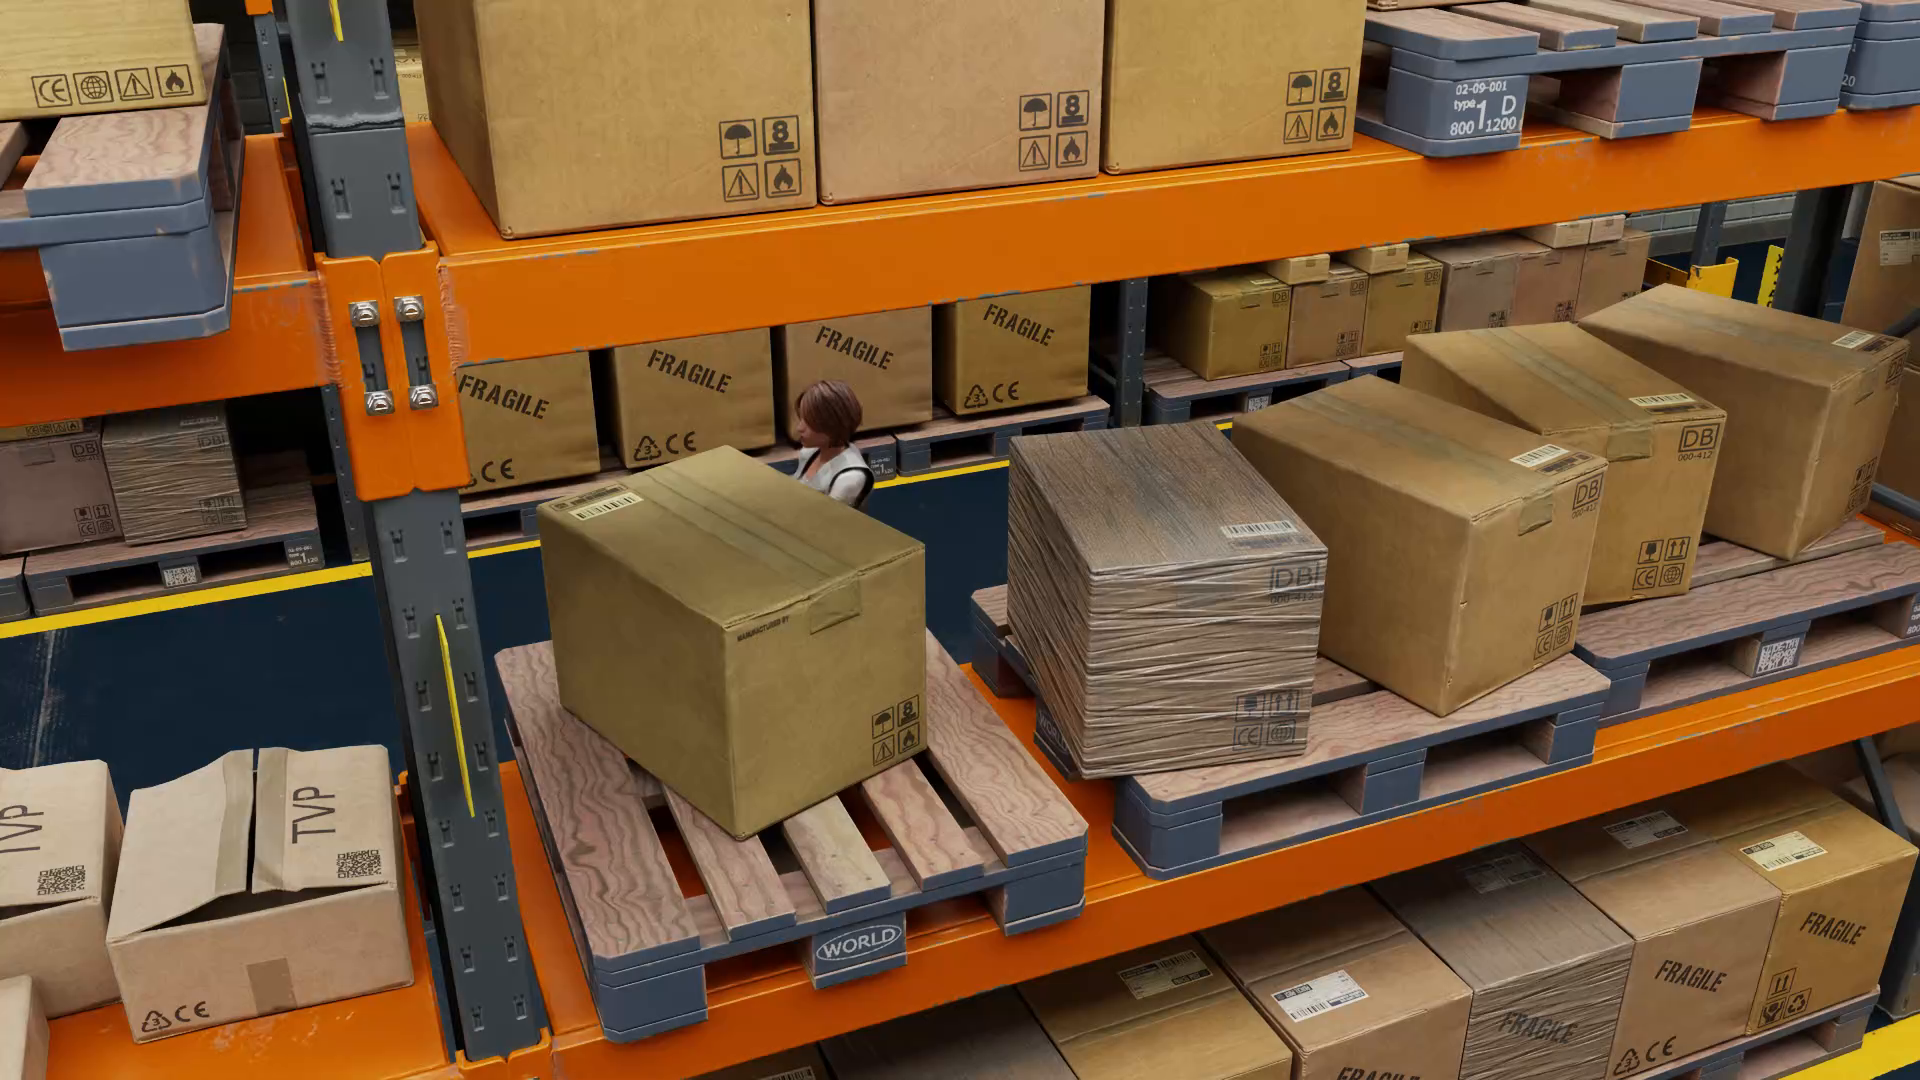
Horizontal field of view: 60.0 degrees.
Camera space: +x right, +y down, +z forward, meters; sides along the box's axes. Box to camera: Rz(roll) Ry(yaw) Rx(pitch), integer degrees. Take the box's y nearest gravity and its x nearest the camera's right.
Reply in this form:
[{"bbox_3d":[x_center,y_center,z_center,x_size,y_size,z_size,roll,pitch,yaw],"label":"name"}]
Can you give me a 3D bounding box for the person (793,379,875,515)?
[{"bbox_3d":[-0.510,0.213,5.697,0.502,1.600,0.375,-11,28,-21],"label":"person"}]
